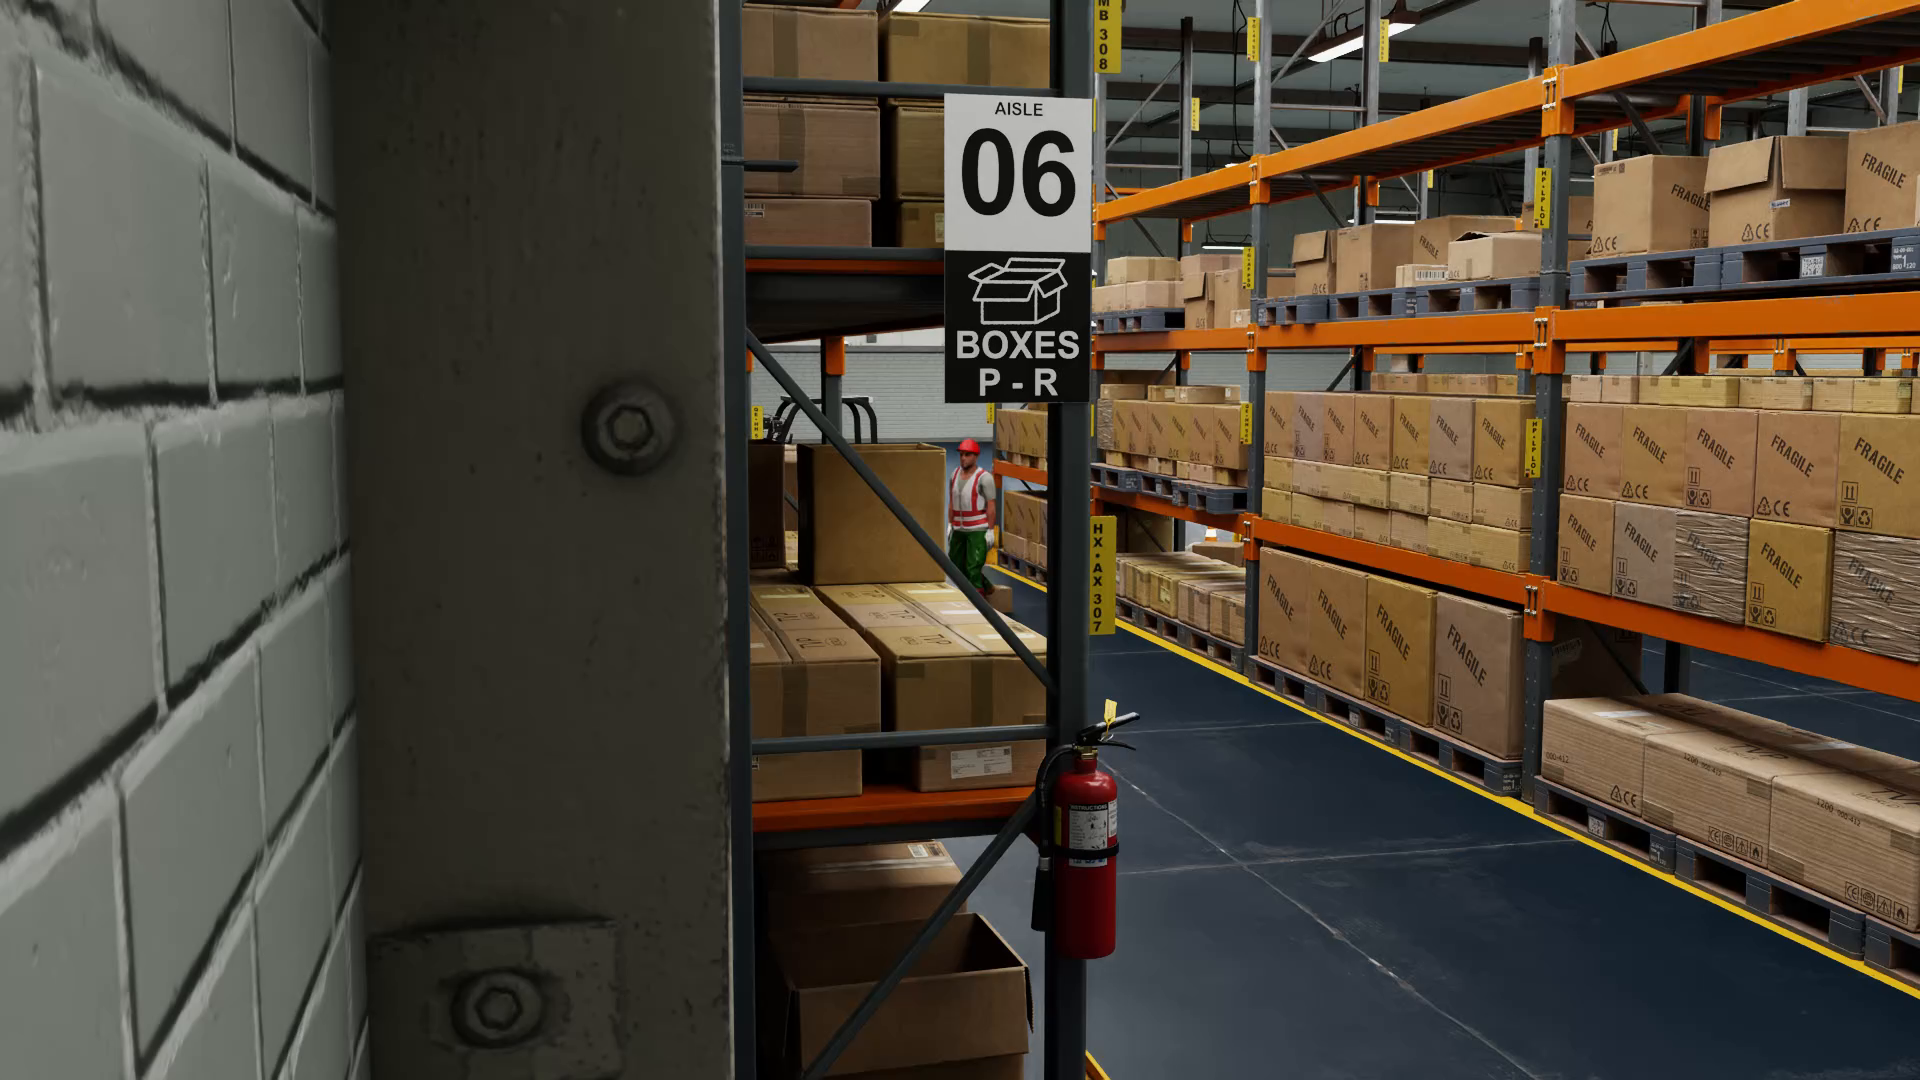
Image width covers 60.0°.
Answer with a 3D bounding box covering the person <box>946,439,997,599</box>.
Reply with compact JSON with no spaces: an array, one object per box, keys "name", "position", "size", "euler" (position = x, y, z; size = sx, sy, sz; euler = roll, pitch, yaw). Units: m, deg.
[{"name":"person","position":[0.158,-0.096,16.131],"size":[0.582,1.783,0.776],"euler":[5,8,41]}]
